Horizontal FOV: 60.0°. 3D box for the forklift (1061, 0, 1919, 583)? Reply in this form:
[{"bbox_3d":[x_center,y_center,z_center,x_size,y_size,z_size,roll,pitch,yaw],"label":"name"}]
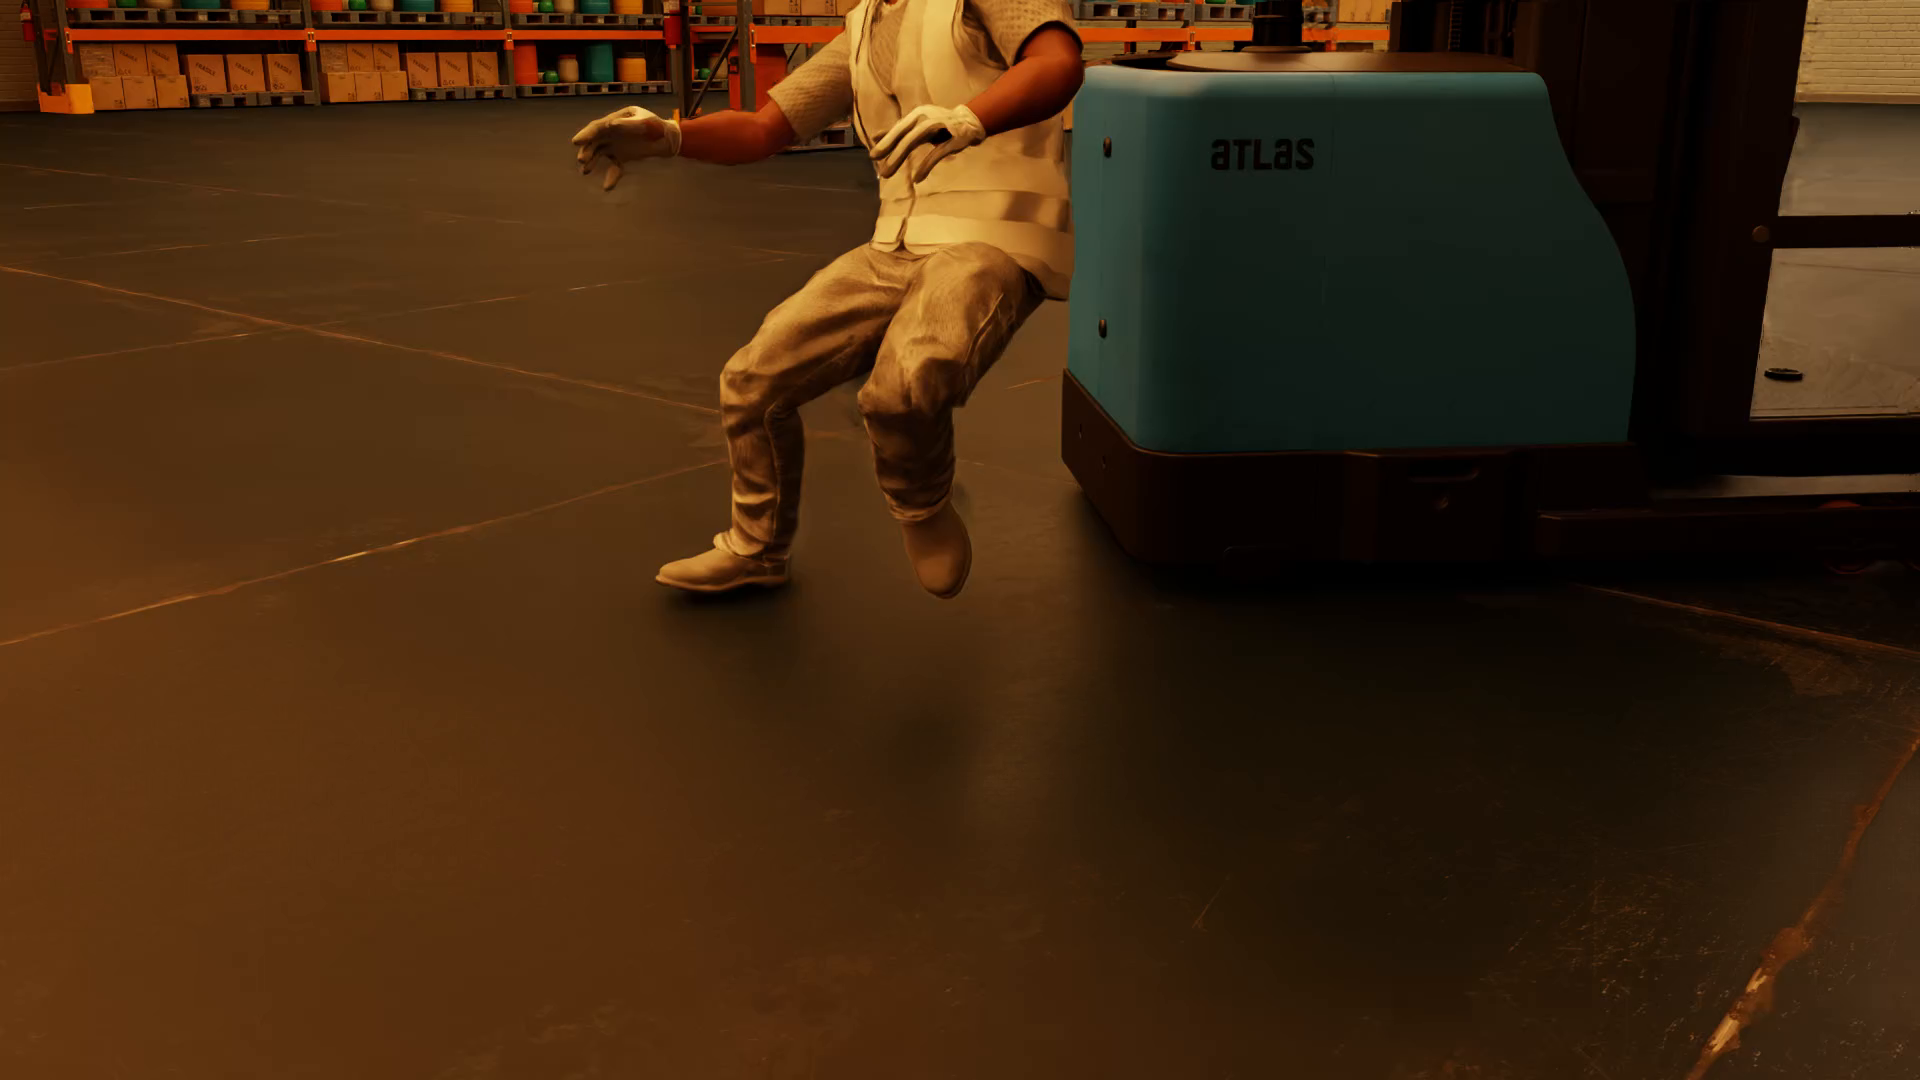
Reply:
[{"bbox_3d":[1.821,-1.475,3.755,3.031,2.935,1.130,-2,17,-6],"label":"forklift"}]

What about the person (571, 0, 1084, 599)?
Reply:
[{"bbox_3d":[-0.228,-0.549,3.091,0.829,1.559,0.906,-13,21,-36],"label":"person"}]
